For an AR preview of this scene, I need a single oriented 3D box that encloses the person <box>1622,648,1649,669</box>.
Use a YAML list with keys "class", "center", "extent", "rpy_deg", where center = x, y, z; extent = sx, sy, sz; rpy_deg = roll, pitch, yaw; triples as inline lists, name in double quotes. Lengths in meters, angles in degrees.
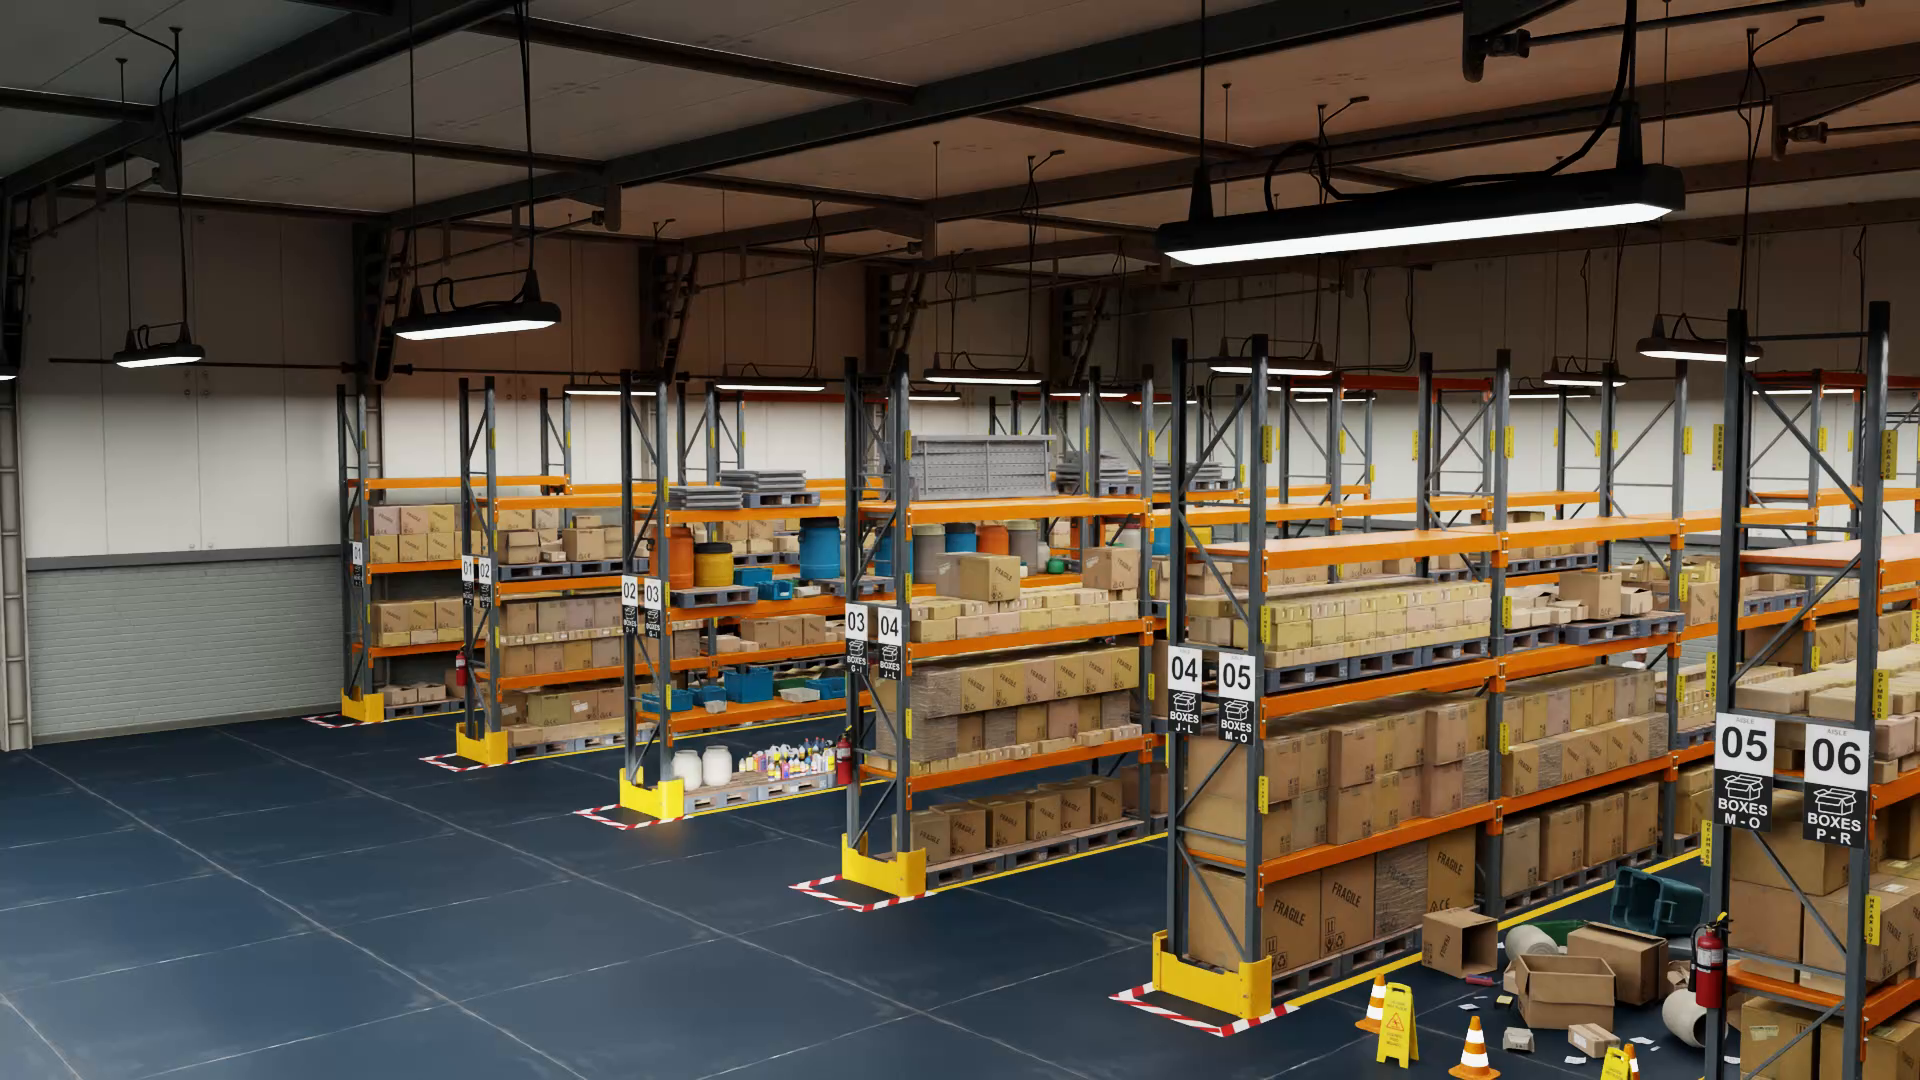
- class: "person"
  center: [10.713, 2.545, 26.345]
  extent: [0.480, 1.777, 0.635]
  rpy_deg: [-1, 4, -20]
